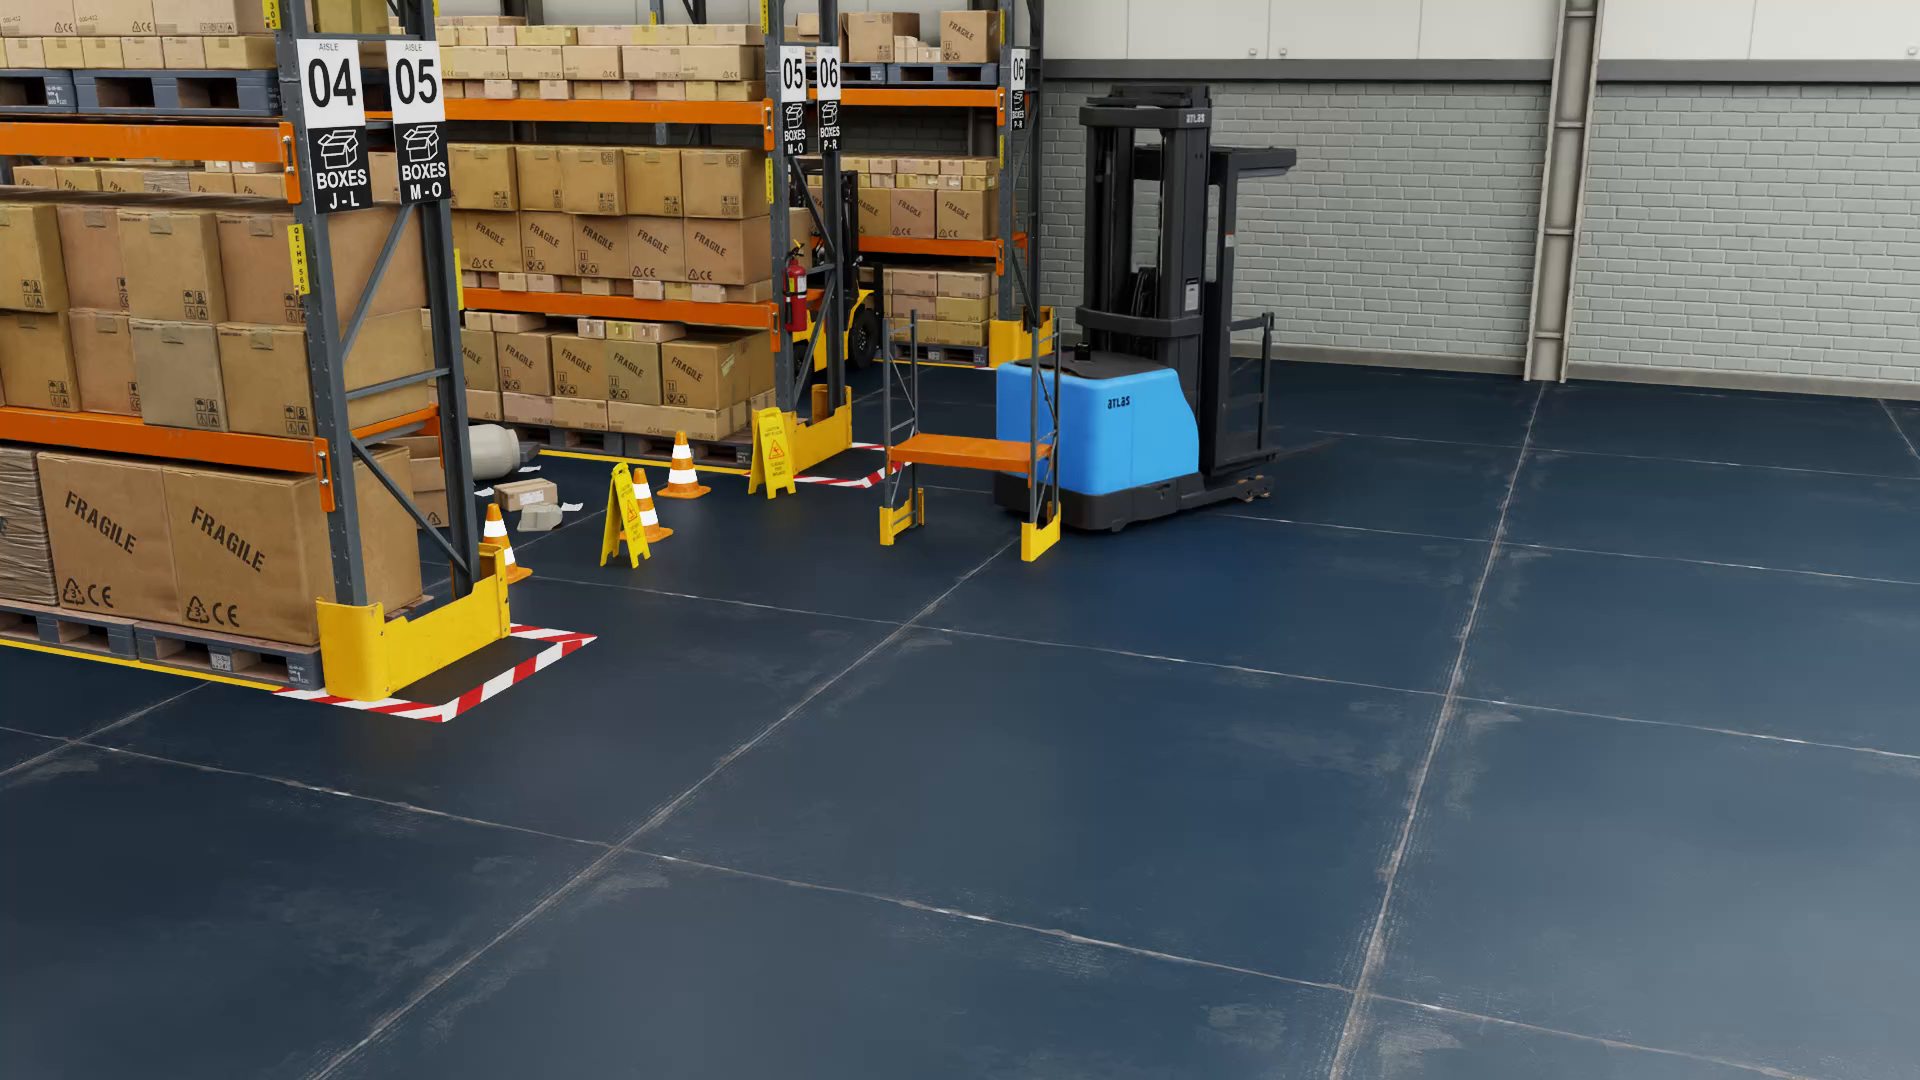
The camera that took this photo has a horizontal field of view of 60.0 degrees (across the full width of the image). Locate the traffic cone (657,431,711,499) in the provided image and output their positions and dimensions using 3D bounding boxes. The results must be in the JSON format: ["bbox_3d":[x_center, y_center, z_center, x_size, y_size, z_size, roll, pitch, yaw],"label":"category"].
[{"bbox_3d":[-2.057,-0.577,12.332,0.334,0.463,0.336,6,17,21],"label":"traffic cone"}]

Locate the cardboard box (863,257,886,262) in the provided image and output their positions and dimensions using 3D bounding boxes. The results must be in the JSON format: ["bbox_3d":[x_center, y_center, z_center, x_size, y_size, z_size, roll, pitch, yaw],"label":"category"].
[{"bbox_3d":[-1.145,-2.992,18.484,0.500,0.250,0.500,6,17,20],"label":"cardboard box"}]

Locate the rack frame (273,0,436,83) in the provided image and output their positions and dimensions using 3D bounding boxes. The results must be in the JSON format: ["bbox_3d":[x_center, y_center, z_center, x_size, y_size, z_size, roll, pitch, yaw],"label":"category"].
[{"bbox_3d":[-2.906,-3.673,7.685,0.127,3.000,1.000,6,17,21],"label":"rack frame"}]

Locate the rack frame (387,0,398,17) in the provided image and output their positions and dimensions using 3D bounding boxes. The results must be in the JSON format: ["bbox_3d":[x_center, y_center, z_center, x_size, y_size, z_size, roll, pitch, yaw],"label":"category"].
[{"bbox_3d":[-6.808,-7.073,19.398,0.127,3.000,1.000,6,17,21],"label":"rack frame"}]

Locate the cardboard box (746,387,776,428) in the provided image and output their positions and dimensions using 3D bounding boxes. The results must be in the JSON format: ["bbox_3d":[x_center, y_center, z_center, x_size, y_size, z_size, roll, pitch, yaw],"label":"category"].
[{"bbox_3d":[-1.833,-1.122,13.835,0.500,0.250,0.500,6,17,20],"label":"cardboard box"}]

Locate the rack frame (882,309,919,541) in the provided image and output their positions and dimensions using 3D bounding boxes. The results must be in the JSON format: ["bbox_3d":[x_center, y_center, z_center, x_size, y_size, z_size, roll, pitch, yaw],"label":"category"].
[{"bbox_3d":[-0.394,-0.764,11.114,0.032,1.500,0.500,6,17,21],"label":"rack frame"}]

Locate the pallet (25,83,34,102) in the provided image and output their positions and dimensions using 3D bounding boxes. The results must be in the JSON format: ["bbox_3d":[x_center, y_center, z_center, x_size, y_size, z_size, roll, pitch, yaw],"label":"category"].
[{"bbox_3d":[-5.870,-2.513,9.228,1.213,0.211,1.003,6,17,21],"label":"pallet"}]

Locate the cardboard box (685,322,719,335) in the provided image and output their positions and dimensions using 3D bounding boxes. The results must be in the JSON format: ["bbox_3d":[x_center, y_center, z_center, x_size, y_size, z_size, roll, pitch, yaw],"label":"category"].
[{"bbox_3d":[-2.343,-1.536,13.919,0.500,0.500,0.500,6,17,19],"label":"cardboard box"}]

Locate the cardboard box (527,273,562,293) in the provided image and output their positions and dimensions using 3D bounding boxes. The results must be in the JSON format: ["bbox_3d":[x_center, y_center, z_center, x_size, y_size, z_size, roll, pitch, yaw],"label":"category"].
[{"bbox_3d":[-3.298,-2.107,13.503,0.250,0.149,0.380,6,17,20],"label":"cardboard box"}]

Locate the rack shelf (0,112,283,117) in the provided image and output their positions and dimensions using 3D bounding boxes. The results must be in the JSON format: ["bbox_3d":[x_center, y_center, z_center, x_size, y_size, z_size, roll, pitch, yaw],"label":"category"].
[{"bbox_3d":[-6.765,-3.795,14.776,4.000,0.370,1.077,6,17,21],"label":"rack shelf"}]

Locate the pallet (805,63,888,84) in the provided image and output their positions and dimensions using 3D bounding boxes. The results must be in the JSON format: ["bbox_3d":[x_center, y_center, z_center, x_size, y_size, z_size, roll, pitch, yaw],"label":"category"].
[{"bbox_3d":[-1.153,-4.975,17.710,1.213,0.211,1.003,6,17,21],"label":"pallet"}]

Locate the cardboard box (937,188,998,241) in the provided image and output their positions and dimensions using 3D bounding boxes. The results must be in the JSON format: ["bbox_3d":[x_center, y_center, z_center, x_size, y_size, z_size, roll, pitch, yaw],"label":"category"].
[{"bbox_3d":[0.080,-3.404,17.340,0.500,0.500,0.500,6,17,19],"label":"cardboard box"}]

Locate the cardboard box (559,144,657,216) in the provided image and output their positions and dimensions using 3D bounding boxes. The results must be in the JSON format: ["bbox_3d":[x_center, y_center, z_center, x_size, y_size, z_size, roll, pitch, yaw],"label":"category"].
[{"bbox_3d":[-2.719,-2.832,13.042,0.500,0.500,0.700,6,17,20],"label":"cardboard box"}]

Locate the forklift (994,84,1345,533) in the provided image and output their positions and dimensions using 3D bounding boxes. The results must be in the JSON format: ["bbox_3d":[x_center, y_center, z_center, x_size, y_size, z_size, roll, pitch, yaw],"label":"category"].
[{"bbox_3d":[1.681,-1.780,12.047,3.031,2.935,1.130,-14,21,-39],"label":"forklift"}]

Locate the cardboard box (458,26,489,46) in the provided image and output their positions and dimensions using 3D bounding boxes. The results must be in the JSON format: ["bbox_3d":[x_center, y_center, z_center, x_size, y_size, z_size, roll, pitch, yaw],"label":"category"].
[{"bbox_3d":[-3.753,-3.987,13.166,0.250,0.149,0.380,6,17,19],"label":"cardboard box"}]

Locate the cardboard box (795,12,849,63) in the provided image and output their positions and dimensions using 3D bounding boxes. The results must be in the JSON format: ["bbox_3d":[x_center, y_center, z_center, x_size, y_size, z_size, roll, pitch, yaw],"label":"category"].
[{"bbox_3d":[-1.313,-5.296,17.539,0.637,0.503,0.797,7,18,22],"label":"cardboard box"}]

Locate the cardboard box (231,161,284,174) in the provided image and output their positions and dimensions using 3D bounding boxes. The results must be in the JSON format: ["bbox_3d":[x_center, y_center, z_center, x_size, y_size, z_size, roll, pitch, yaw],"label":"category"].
[{"bbox_3d":[-6.063,-3.255,14.377,0.250,0.149,0.380,6,17,19],"label":"cardboard box"}]

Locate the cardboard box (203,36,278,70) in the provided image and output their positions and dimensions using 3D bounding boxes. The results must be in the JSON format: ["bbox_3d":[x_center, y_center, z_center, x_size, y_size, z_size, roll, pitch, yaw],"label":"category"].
[{"bbox_3d":[-3.340,-2.308,7.880,0.250,0.149,0.380,6,17,21],"label":"cardboard box"}]

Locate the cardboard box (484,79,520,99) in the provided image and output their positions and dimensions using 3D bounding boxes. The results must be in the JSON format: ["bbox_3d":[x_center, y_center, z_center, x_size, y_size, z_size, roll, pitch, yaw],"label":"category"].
[{"bbox_3d":[-3.538,-3.565,13.144,0.250,0.149,0.380,6,17,20],"label":"cardboard box"}]

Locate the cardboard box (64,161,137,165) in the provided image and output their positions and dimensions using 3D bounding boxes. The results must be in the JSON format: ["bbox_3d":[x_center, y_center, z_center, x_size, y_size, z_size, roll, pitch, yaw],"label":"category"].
[{"bbox_3d":[-8.101,-3.323,15.773,0.500,0.500,0.500,6,17,19],"label":"cardboard box"}]

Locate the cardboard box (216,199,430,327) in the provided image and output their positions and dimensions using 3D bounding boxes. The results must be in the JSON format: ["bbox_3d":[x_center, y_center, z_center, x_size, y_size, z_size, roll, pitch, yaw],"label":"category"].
[{"bbox_3d":[-3.237,-1.431,8.515,0.550,0.550,0.875,6,17,21],"label":"cardboard box"}]

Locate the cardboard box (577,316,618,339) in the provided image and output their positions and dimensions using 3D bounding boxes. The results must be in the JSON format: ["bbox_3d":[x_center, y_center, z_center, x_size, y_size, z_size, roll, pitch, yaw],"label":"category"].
[{"bbox_3d":[-2.868,-1.727,13.414,0.250,0.149,0.380,7,18,23],"label":"cardboard box"}]

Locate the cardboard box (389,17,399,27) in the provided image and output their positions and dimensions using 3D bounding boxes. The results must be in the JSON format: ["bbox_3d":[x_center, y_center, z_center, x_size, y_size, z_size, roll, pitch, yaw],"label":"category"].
[{"bbox_3d":[-6.223,-5.793,19.256,0.500,0.500,0.500,6,17,21],"label":"cardboard box"}]

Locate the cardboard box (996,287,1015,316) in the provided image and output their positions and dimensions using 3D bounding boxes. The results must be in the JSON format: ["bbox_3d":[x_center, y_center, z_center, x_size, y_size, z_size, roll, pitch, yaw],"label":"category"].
[{"bbox_3d":[0.273,-2.597,18.021,0.500,0.250,0.500,7,17,22],"label":"cardboard box"}]

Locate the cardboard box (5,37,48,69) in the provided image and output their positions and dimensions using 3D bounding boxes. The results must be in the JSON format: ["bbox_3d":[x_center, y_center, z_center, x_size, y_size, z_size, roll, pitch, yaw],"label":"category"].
[{"bbox_3d":[-4.521,-2.438,8.328,0.250,0.149,0.380,6,17,21],"label":"cardboard box"}]

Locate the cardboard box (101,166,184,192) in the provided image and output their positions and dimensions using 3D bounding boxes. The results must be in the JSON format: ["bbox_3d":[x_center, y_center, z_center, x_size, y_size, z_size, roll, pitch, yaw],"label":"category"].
[{"bbox_3d":[-7.308,-3.087,14.961,0.500,0.500,0.500,7,17,22],"label":"cardboard box"}]

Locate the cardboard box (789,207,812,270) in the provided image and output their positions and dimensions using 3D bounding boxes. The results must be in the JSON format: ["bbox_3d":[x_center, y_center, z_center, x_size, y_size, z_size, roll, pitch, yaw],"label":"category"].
[{"bbox_3d":[-1.523,-2.397,13.339,0.500,0.500,0.500,6,17,20],"label":"cardboard box"}]

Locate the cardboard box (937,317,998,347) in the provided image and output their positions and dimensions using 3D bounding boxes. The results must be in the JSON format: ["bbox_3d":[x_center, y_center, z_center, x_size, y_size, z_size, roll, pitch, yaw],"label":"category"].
[{"bbox_3d":[0.081,-2.221,17.623,0.500,0.250,0.500,6,17,21],"label":"cardboard box"}]

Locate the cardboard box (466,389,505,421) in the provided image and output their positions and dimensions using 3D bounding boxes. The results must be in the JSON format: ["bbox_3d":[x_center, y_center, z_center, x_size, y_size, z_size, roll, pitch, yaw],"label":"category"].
[{"bbox_3d":[-3.954,-1.194,14.086,0.500,0.250,0.500,7,18,24],"label":"cardboard box"}]

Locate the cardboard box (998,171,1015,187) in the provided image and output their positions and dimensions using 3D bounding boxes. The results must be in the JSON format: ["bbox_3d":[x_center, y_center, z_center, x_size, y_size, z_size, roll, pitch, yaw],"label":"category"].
[{"bbox_3d":[0.414,-3.835,17.662,0.250,0.149,0.380,6,17,19],"label":"cardboard box"}]

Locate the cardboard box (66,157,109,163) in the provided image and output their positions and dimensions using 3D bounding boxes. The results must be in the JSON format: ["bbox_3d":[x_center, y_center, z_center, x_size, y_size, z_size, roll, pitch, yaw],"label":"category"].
[{"bbox_3d":[-11.817,-5.254,22.281,0.500,0.500,0.500,6,17,19],"label":"cardboard box"}]

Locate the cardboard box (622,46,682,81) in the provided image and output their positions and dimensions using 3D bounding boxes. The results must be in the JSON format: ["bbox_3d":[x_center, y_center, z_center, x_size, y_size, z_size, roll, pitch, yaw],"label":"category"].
[{"bbox_3d":[-2.221,-3.635,12.671,0.500,0.250,0.500,6,17,20],"label":"cardboard box"}]

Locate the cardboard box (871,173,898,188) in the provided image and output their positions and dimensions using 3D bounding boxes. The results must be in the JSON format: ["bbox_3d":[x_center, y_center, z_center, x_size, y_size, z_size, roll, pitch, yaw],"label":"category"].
[{"bbox_3d":[-0.751,-3.800,17.542,0.250,0.149,0.380,6,17,19],"label":"cardboard box"}]

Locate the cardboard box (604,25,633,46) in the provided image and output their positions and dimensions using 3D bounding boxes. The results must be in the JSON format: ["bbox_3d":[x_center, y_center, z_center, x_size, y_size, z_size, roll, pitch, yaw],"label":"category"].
[{"bbox_3d":[-2.519,-3.871,12.767,0.250,0.149,0.380,6,17,21],"label":"cardboard box"}]

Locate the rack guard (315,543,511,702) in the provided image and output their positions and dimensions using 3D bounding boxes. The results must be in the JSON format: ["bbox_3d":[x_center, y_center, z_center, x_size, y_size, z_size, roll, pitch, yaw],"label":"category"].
[{"bbox_3d":[-2.884,0.411,8.862,0.348,0.500,1.175,6,17,21],"label":"rack guard"}]

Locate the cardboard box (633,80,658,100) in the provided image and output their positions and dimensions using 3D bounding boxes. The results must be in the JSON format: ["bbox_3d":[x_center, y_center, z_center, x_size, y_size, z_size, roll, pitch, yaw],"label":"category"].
[{"bbox_3d":[-2.308,-3.466,12.803,0.250,0.149,0.380,6,17,21],"label":"cardboard box"}]

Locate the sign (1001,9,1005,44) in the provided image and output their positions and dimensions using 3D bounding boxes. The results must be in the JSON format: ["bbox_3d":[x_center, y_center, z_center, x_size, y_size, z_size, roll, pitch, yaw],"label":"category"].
[{"bbox_3d":[0.422,-5.062,16.405,0.005,0.325,0.100,6,17,21],"label":"sign"}]

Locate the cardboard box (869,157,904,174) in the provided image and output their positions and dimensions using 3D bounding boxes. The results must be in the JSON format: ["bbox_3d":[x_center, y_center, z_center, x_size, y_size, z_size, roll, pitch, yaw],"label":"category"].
[{"bbox_3d":[-0.758,-3.938,17.481,0.250,0.149,0.380,7,18,22],"label":"cardboard box"}]

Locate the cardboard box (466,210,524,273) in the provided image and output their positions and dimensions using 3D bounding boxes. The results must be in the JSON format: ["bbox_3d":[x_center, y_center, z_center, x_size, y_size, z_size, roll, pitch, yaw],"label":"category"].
[{"bbox_3d":[-3.660,-2.469,13.585,0.500,0.500,0.500,6,17,20],"label":"cardboard box"}]

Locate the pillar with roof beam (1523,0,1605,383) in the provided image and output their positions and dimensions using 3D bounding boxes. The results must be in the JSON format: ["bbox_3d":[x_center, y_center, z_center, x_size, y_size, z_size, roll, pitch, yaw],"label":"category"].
[{"bbox_3d":[4.319,-4.830,11.669,0.400,9.000,9.100,6,17,21],"label":"pillar with roof beam"}]

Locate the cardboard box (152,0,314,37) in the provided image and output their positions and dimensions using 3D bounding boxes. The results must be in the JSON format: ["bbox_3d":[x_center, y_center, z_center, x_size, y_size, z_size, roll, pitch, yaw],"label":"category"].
[{"bbox_3d":[-3.464,-2.531,7.933,0.500,0.250,0.500,7,17,21],"label":"cardboard box"}]

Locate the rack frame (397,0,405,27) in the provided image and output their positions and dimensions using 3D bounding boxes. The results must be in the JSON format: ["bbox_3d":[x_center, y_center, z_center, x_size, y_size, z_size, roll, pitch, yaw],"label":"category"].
[{"bbox_3d":[-4.905,-5.376,13.552,0.127,3.000,1.000,6,17,21],"label":"rack frame"}]

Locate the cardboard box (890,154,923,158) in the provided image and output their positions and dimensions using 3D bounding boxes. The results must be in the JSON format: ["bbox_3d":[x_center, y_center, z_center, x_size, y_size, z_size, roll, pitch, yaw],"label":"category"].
[{"bbox_3d":[-0.561,-4.075,17.952,0.250,0.149,0.380,7,18,22],"label":"cardboard box"}]

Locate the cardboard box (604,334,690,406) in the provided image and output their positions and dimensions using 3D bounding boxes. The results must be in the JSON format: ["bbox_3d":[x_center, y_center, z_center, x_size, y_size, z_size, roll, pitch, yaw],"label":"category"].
[{"bbox_3d":[-2.511,-1.394,13.430,0.500,0.500,0.500,7,18,23],"label":"cardboard box"}]

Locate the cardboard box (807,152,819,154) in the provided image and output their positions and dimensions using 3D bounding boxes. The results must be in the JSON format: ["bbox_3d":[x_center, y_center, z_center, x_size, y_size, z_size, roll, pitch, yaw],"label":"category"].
[{"bbox_3d":[-1.720,-4.230,18.488,0.250,0.149,0.380,6,17,20],"label":"cardboard box"}]

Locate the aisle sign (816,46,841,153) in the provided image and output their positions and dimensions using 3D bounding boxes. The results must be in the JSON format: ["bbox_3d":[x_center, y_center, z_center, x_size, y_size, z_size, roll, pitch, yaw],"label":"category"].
[{"bbox_3d":[-1.012,-3.409,12.872,0.004,0.787,0.394,6,17,21],"label":"aisle sign"}]

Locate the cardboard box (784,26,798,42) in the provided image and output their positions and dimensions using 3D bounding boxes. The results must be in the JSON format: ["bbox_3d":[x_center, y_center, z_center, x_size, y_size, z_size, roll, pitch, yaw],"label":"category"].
[{"bbox_3d":[-1.439,-3.878,12.792,0.250,0.149,0.380,6,17,20],"label":"cardboard box"}]

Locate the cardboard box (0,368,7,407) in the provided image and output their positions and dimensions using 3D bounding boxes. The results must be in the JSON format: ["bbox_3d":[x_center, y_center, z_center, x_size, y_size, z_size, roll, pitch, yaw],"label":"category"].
[{"bbox_3d":[-5.300,-1.102,9.322,0.550,0.550,0.875,6,17,21],"label":"cardboard box"}]

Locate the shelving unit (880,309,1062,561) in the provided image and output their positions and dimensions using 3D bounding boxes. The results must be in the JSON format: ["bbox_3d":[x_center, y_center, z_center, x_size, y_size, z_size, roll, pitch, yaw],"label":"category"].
[{"bbox_3d":[0.071,-0.712,10.938,1.083,1.500,0.587,6,17,21],"label":"shelving unit"}]

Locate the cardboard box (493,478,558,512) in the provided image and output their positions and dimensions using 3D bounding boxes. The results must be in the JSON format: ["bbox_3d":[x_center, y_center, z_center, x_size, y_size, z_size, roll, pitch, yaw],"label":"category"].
[{"bbox_3d":[-3.144,-0.327,12.034,0.380,0.149,0.250,-12,20,-37],"label":"cardboard box"}]

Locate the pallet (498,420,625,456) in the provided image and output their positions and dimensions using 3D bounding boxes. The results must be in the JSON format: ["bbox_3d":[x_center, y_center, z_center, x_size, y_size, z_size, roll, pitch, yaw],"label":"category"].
[{"bbox_3d":[-3.128,-0.972,14.144,1.213,0.211,1.003,6,17,21],"label":"pallet"}]

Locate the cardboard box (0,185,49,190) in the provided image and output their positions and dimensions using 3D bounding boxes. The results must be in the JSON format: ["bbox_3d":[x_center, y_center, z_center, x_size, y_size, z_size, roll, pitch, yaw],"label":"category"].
[{"bbox_3d":[-5.742,-1.719,9.509,0.550,0.550,0.875,6,17,21],"label":"cardboard box"}]

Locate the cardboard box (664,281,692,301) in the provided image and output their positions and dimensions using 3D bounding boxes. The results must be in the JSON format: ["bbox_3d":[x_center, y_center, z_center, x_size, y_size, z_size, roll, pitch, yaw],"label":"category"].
[{"bbox_3d":[-2.117,-1.977,13.055,0.250,0.149,0.380,6,17,20],"label":"cardboard box"}]

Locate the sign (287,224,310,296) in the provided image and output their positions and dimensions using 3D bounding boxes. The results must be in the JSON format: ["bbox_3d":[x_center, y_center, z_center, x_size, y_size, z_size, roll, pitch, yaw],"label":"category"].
[{"bbox_3d":[-3.118,-1.322,7.847,0.005,0.325,0.100,6,17,21],"label":"sign"}]
